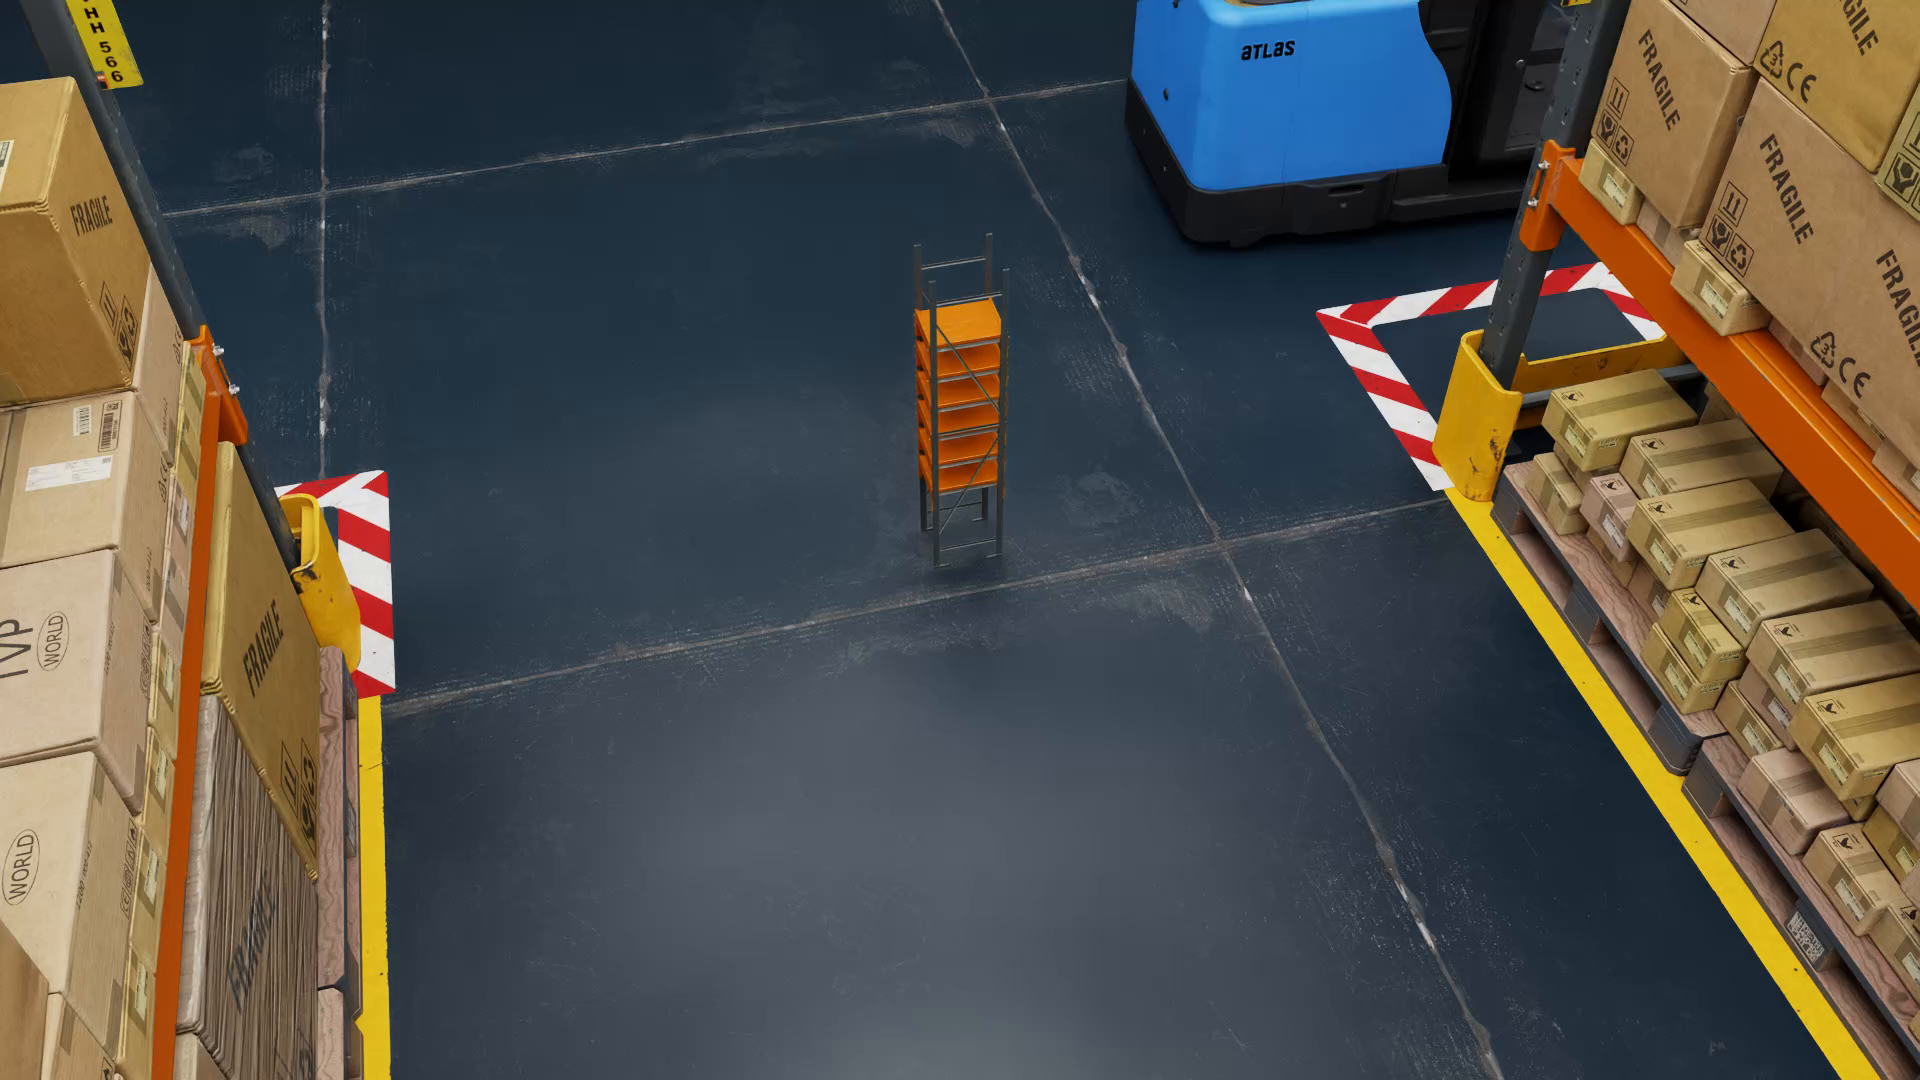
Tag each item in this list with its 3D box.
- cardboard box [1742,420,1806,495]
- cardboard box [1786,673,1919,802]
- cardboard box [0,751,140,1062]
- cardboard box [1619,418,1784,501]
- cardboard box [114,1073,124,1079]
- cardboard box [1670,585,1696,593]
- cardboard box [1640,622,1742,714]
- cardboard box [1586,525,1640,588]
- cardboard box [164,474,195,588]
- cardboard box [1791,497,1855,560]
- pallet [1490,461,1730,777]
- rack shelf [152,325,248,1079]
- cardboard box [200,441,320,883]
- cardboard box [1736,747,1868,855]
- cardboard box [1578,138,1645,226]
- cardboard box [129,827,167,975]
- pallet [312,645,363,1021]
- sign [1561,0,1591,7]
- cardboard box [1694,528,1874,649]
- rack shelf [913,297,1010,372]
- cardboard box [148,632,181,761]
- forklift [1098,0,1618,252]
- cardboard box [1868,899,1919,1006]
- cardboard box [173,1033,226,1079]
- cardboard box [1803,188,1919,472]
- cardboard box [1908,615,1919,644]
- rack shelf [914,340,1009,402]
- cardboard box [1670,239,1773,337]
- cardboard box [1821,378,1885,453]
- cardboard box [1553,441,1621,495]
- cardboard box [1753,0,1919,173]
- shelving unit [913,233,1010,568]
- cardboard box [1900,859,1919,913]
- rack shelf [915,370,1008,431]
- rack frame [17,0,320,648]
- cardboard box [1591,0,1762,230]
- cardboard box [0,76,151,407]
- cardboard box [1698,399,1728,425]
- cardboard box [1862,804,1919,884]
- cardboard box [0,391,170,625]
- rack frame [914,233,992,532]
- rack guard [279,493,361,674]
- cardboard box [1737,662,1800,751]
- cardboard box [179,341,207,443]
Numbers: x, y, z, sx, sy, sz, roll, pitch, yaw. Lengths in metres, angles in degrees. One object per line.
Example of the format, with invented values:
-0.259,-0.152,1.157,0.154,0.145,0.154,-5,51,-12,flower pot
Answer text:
2.687,-0.305,5.234,0.380,0.149,0.250,-10,46,-10,cardboard box
2.459,0.521,4.425,0.380,0.149,0.250,-10,46,-10,cardboard box
-1.745,0.681,2.879,0.500,0.250,0.500,-11,47,-10,cardboard box
2.290,-0.216,5.147,0.380,0.149,0.250,-10,46,-10,cardboard box
-1.585,1.076,2.771,0.380,0.149,0.250,-10,46,-10,cardboard box
2.347,0.057,5.088,0.380,0.149,0.250,-10,46,-10,cardboard box
2.298,0.353,5.006,0.380,0.149,0.250,-10,46,-10,cardboard box
2.268,-0.014,5.366,0.380,0.149,0.250,-11,47,-10,cardboard box
-1.982,0.013,3.813,0.380,0.149,0.250,-11,47,-10,cardboard box
2.843,-0.034,5.176,0.380,0.149,0.250,-12,47,-12,cardboard box
2.491,0.145,5.460,1.003,0.211,1.213,-11,47,-10,pallet
-2.011,1.019,3.155,1.077,0.370,4.000,-11,47,-10,rack shelf
-2.282,0.410,4.441,0.875,0.875,0.875,-11,47,-10,cardboard box
2.435,0.699,4.667,0.380,0.149,0.250,-13,47,-12,cardboard box
2.064,-1.079,4.884,0.380,0.149,0.250,-11,47,-11,cardboard box
-1.722,0.715,3.125,0.380,0.149,0.250,-10,46,-10,cardboard box
-2.243,0.900,4.720,1.003,0.211,1.213,-11,47,-10,pallet
1.773,-1.655,4.665,0.100,0.325,0.005,-11,47,-10,sign
2.374,0.137,4.801,0.380,0.149,0.250,-13,47,-12,cardboard box
0.004,-0.631,5.086,0.258,0.103,0.180,-11,47,-10,rack shelf
-1.851,0.365,3.468,0.380,0.149,0.250,-12,47,-11,cardboard box
2.190,-2.759,6.402,3.031,2.935,1.130,-9,46,-8,forklift
2.625,1.046,4.327,0.380,0.149,0.250,-10,46,-10,cardboard box
-1.821,1.653,3.224,0.875,0.875,0.875,-11,47,-10,cardboard box
2.420,-0.524,3.885,0.500,0.500,0.500,-10,46,-10,cardboard box
2.988,0.322,4.828,0.380,0.149,0.250,-10,46,-10,cardboard box
0.004,-0.547,5.172,0.258,0.103,0.180,-11,47,-10,rack shelf
2.186,-0.716,4.527,0.380,0.149,0.250,-12,47,-11,cardboard box
2.431,-0.370,4.188,0.380,0.149,0.250,-11,47,-11,cardboard box
2.184,-0.296,5.433,0.380,0.149,0.250,-9,46,-9,cardboard box
2.291,-1.234,3.881,0.500,0.500,0.500,-9,46,-9,cardboard box
0.004,-0.410,5.312,0.258,1.200,0.189,-11,47,-10,shelving unit
2.574,0.868,4.084,0.380,0.149,0.250,-12,47,-12,cardboard box
0.004,-0.463,5.258,0.258,0.103,0.180,-11,47,-10,rack shelf
-2.523,-0.614,4.251,1.000,3.000,0.127,-11,47,-10,rack frame
2.145,-1.230,4.576,0.500,0.500,0.500,-9,46,-8,cardboard box
-2.144,-0.640,3.648,0.500,0.500,0.500,-10,46,-10,cardboard box
2.709,-0.392,5.528,0.380,0.149,0.250,-12,47,-11,cardboard box
2.637,0.788,4.372,0.380,0.149,0.250,-9,46,-8,cardboard box
-2.013,-0.029,3.575,0.500,0.250,0.500,-11,47,-11,cardboard box
-0.020,-0.473,5.374,0.240,1.200,0.006,-11,47,-10,rack frame
-2.529,0.245,5.160,1.175,0.500,0.348,-11,47,-10,rack guard
2.468,0.419,4.732,0.380,0.149,0.250,-13,47,-12,cardboard box
-2.113,-0.340,4.159,0.380,0.149,0.250,-10,46,-10,cardboard box
